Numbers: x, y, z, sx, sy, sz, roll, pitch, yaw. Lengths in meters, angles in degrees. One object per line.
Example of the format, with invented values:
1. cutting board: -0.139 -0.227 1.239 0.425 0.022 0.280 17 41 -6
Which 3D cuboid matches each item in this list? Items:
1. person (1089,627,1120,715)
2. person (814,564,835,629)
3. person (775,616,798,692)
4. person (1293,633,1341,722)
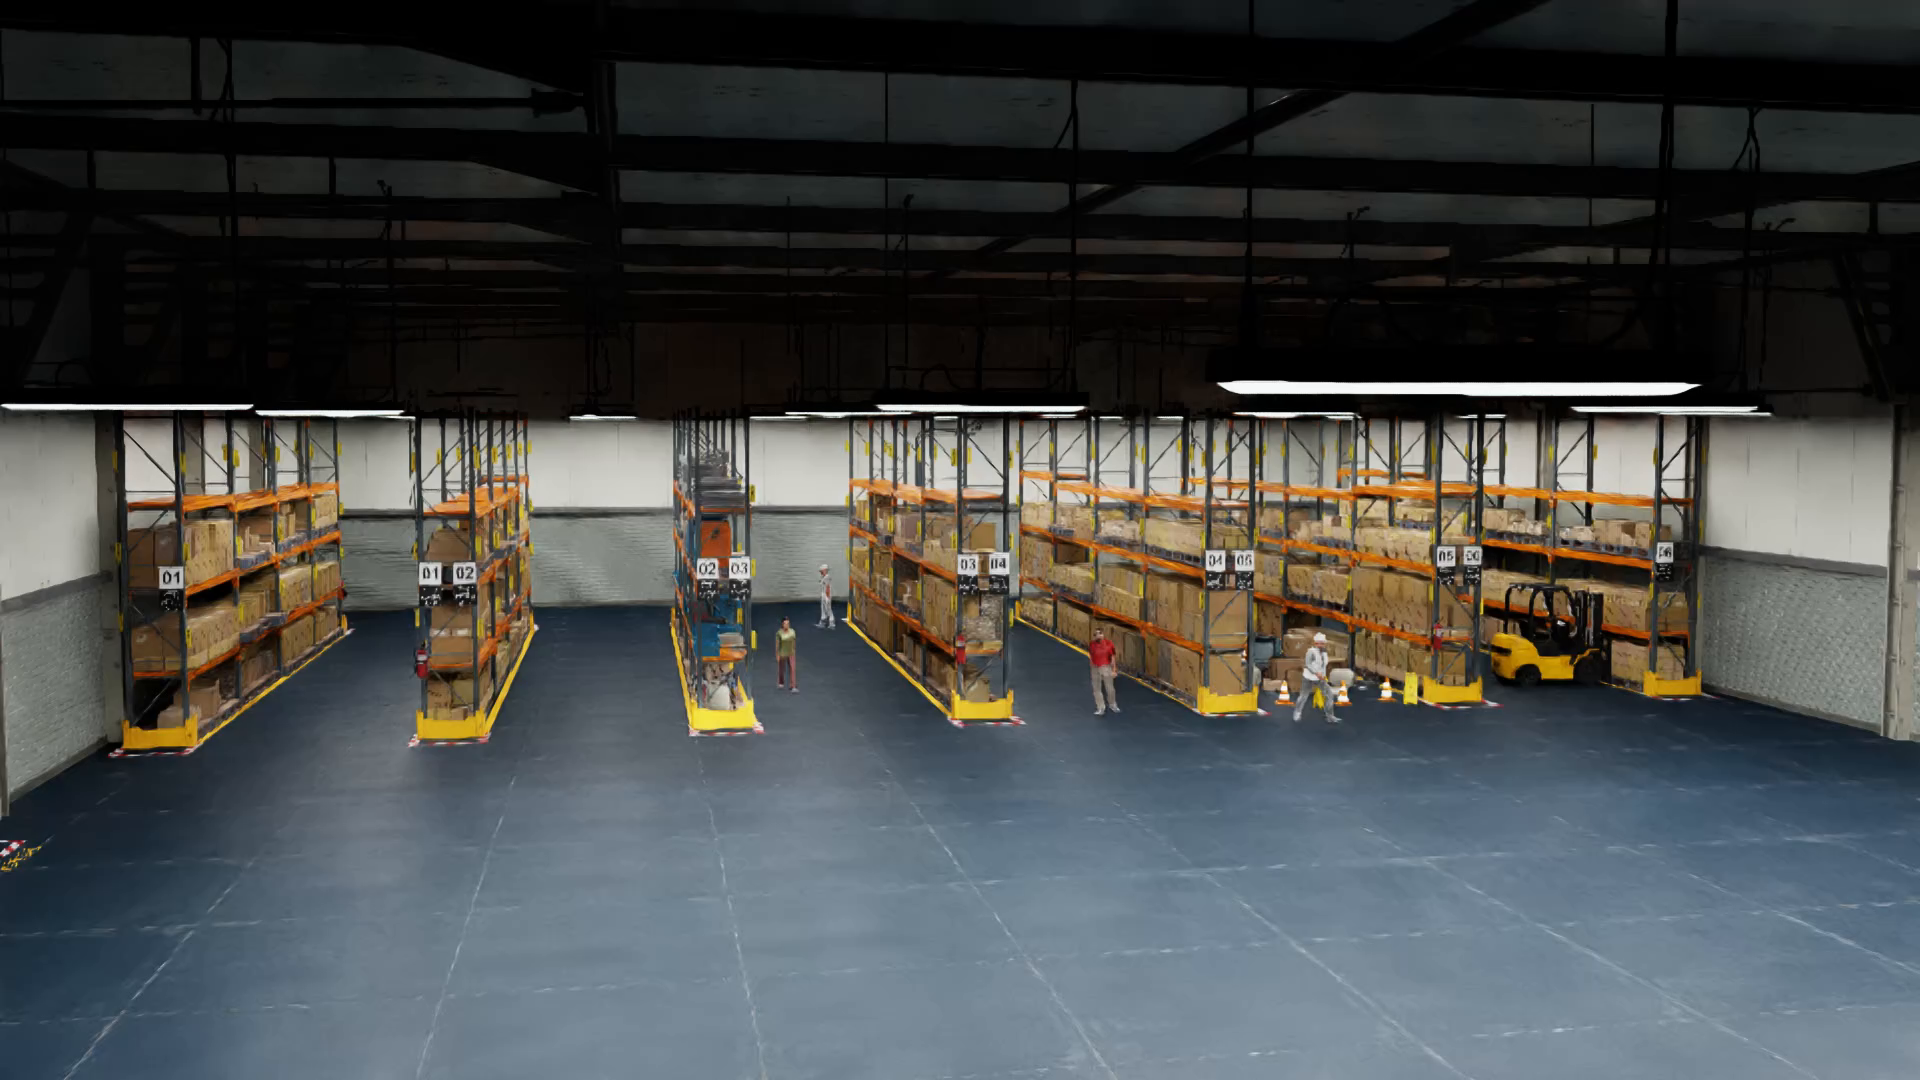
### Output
1. person: 2.833 2.552 32.607 0.595 1.711 0.580 2 4 25
2. person: -3.746 1.550 45.855 0.524 1.787 0.752 -1 4 -14
3. person: -3.695 2.401 35.219 0.451 1.586 1.099 -1 4 -13
4. person: 6.769 2.607 31.693 0.680 1.713 0.830 -2 5 -29
